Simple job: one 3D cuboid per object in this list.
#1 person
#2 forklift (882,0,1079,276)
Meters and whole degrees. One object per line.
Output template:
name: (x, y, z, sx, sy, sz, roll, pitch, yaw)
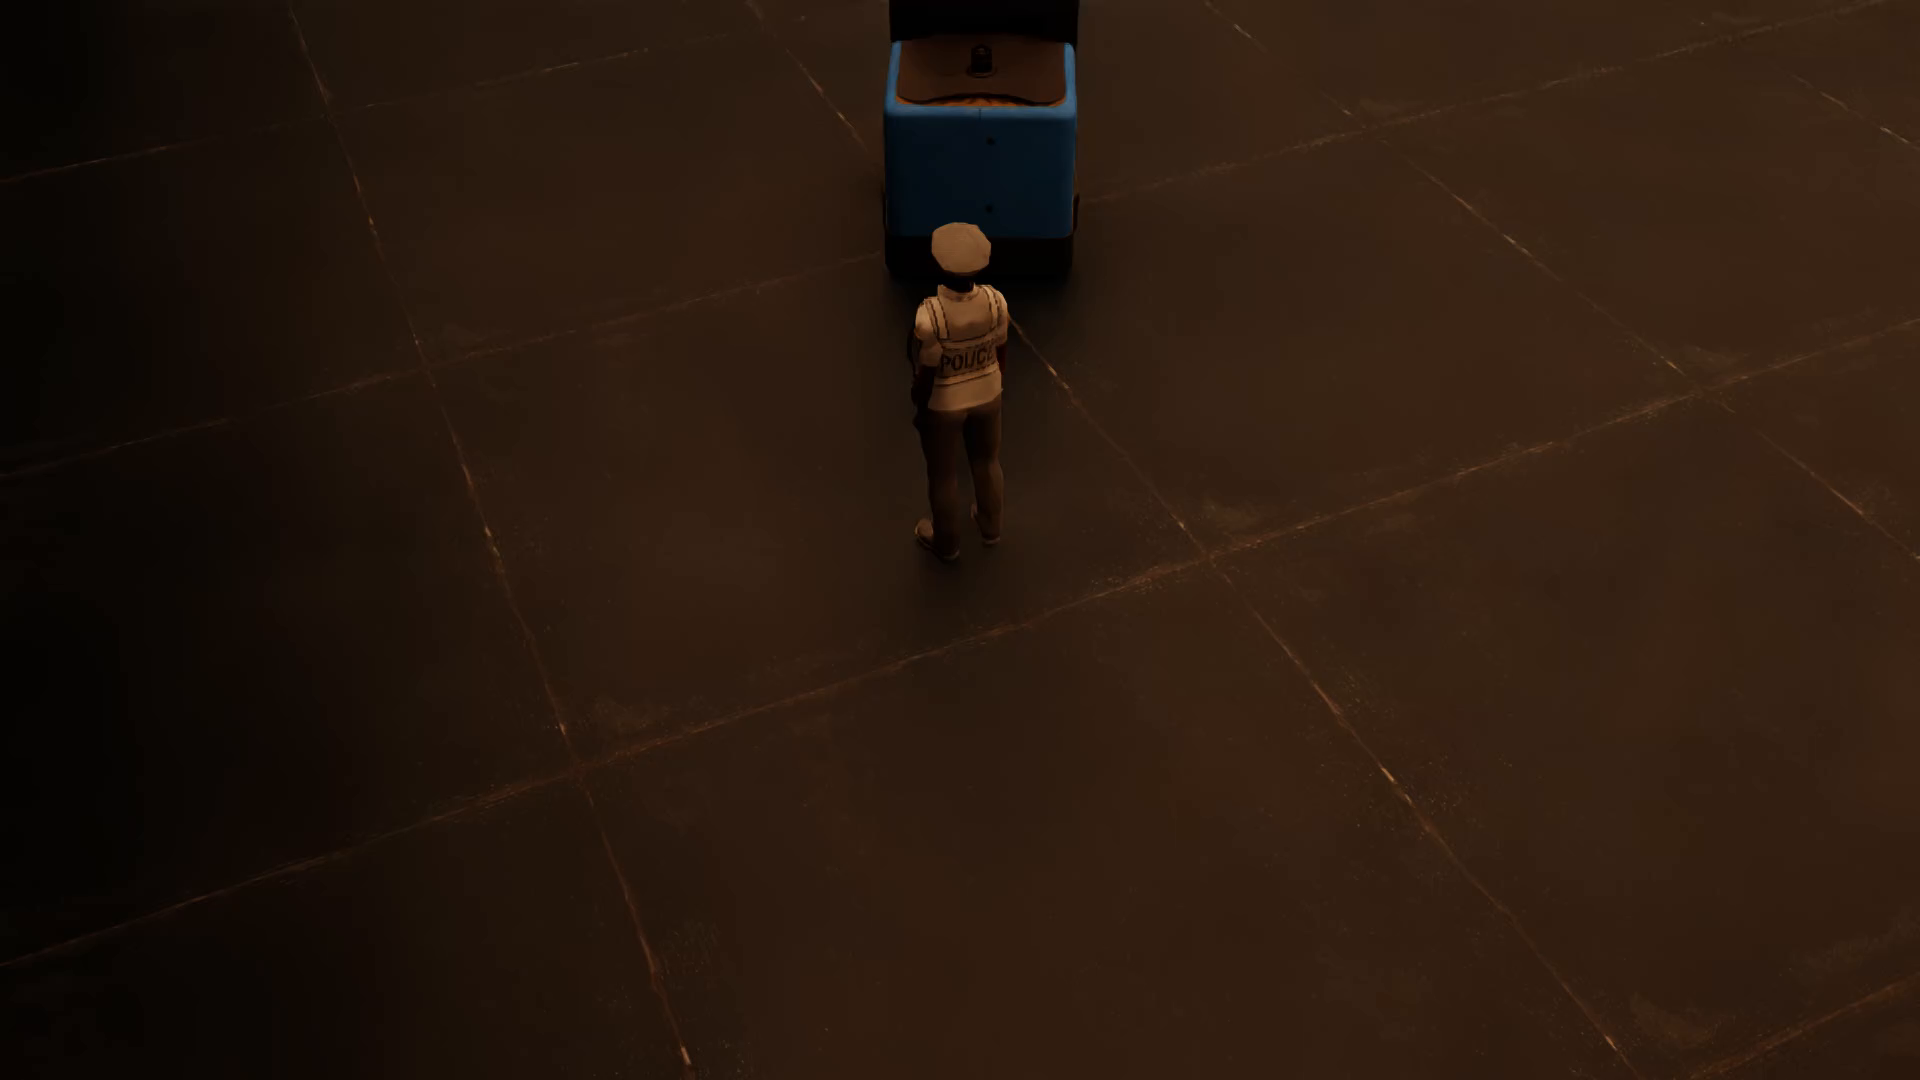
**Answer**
person: (-0.002, -0.629, 7.270, 0.446, 1.688, 0.338, -18, 46, -18)
forklift: (0.144, -3.539, 9.472, 1.130, 2.935, 3.031, 1, 43, 1)
